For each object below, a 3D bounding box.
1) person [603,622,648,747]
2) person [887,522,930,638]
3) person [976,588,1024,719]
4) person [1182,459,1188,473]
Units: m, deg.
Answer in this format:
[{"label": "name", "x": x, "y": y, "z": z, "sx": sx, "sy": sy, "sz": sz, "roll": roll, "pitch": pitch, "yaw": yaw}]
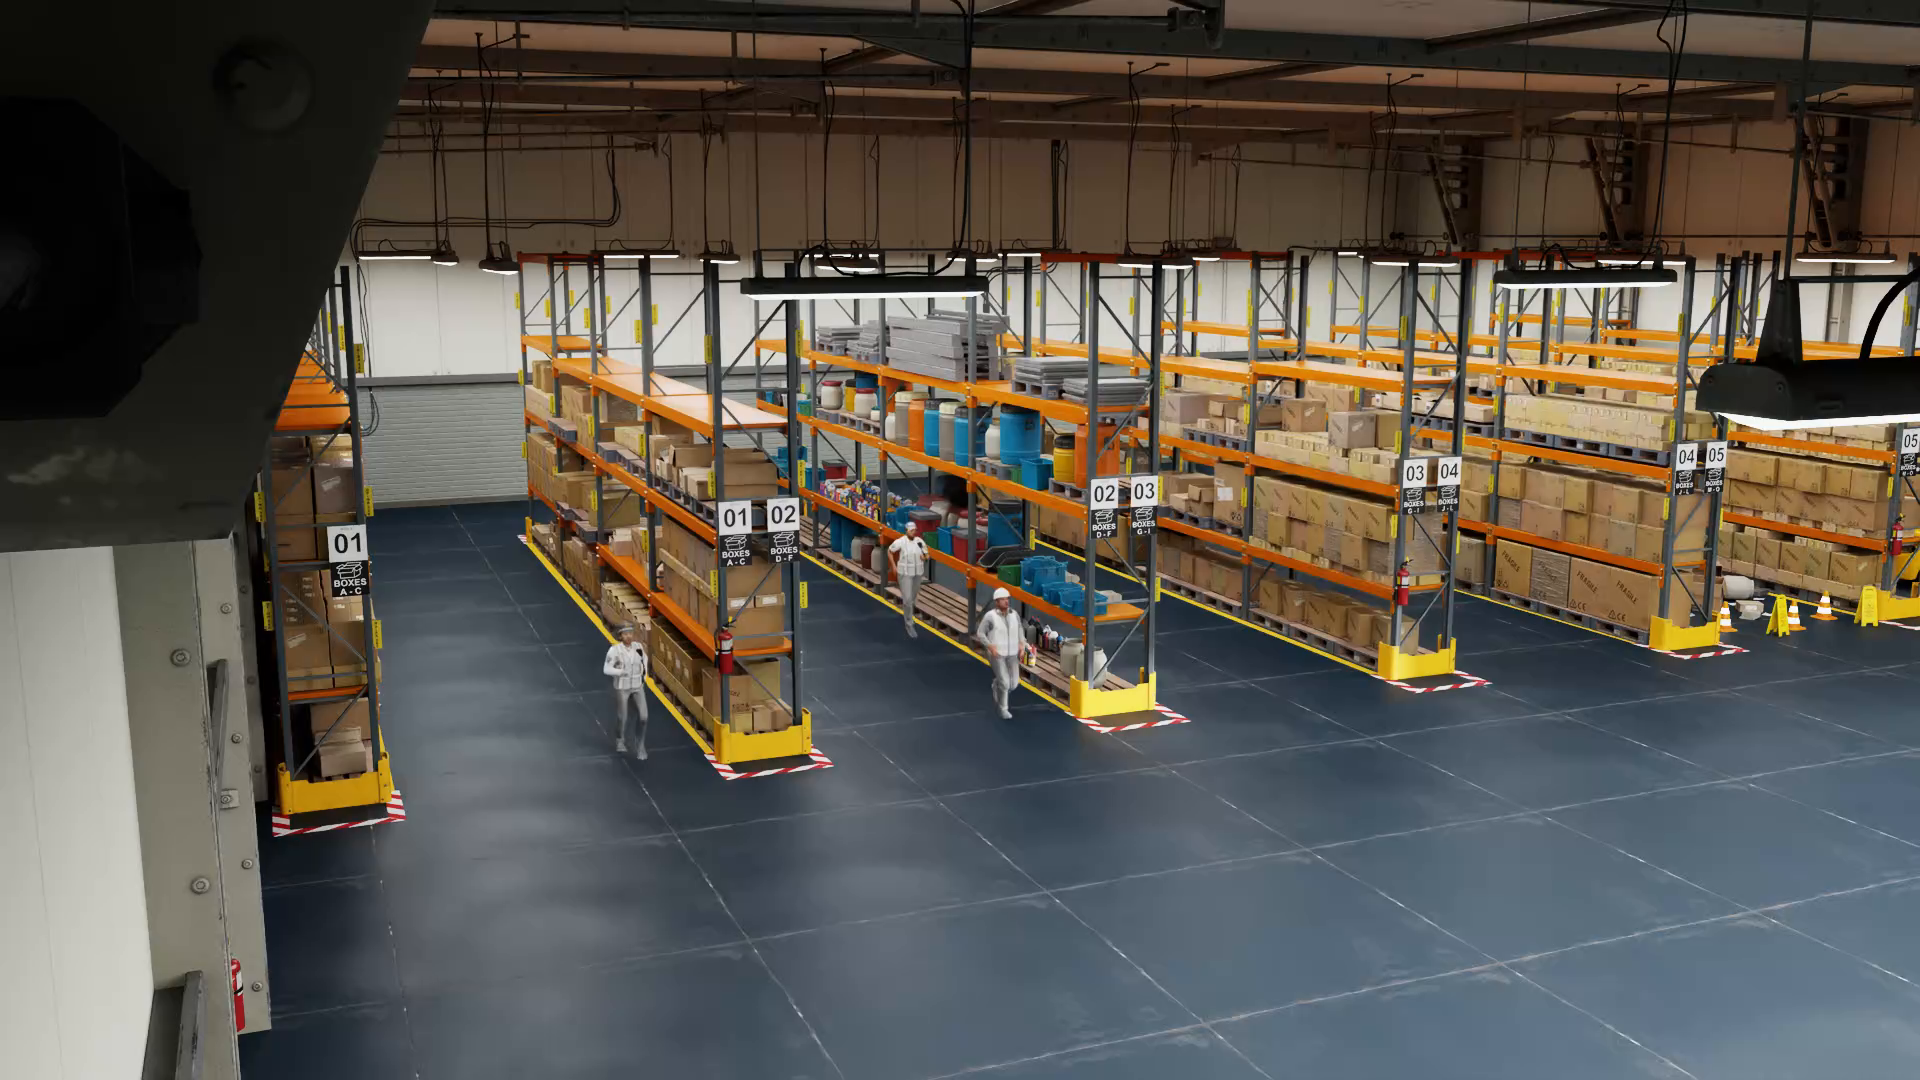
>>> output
[{"label": "person", "x": -4.021, "y": 1.766, "z": 20.254, "sx": 0.612, "sy": 1.585, "sz": 0.566, "roll": -5, "pitch": 12, "yaw": -27}, {"label": "person", "x": -0.758, "y": 0.583, "z": 25.659, "sx": 0.580, "sy": 1.755, "sz": 0.708, "roll": -6, "pitch": 12, "yaw": -29}, {"label": "person", "x": 0.540, "y": 1.482, "z": 22.127, "sx": 0.688, "sy": 1.730, "sz": 0.666, "roll": -5, "pitch": 12, "yaw": -27}, {"label": "person", "x": 5.754, "y": -2.129, "z": 42.112, "sx": 0.542, "sy": 1.662, "sz": 0.568, "roll": -4, "pitch": 11, "yaw": -21}]
